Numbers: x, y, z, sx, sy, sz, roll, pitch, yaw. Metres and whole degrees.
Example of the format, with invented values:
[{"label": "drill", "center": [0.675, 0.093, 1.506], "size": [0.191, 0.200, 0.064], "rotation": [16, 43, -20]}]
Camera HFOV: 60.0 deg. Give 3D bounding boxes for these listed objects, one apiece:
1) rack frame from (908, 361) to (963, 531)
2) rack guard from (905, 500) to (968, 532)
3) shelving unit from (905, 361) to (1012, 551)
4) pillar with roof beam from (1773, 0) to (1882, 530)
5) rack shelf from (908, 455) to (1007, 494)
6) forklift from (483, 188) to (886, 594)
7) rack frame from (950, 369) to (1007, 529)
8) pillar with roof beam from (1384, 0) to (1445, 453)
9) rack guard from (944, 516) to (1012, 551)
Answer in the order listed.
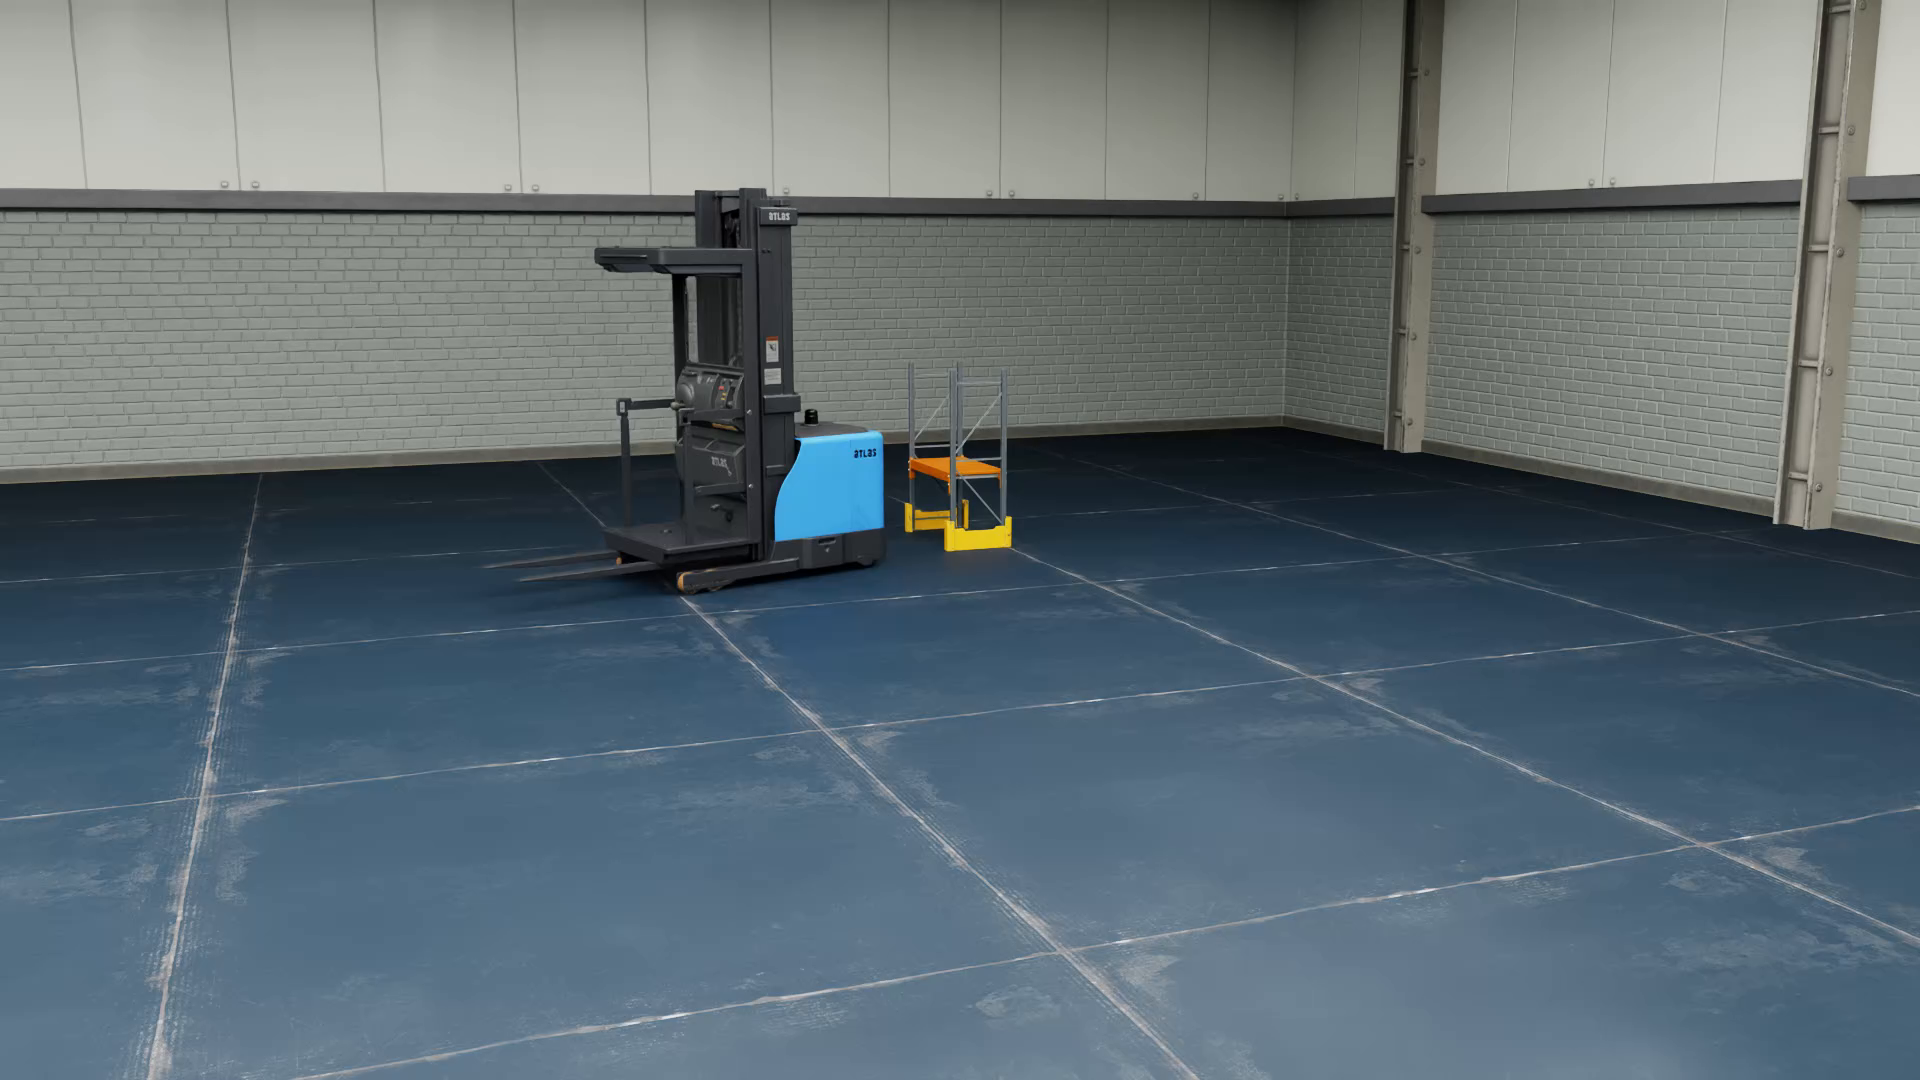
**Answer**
[{"label": "rack frame", "center": [-0.215, -0.835, 14.834], "size": [0.500, 1.500, 0.032], "rotation": [-4, 11, -21]}, {"label": "rack guard", "center": [-0.208, -0.217, 14.925], "size": [0.587, 0.250, 0.087], "rotation": [-4, 11, -21]}, {"label": "shelving unit", "center": [-0.028, -0.751, 14.359], "size": [0.587, 1.500, 1.083], "rotation": [-4, 11, -21]}, {"label": "pillar with roof beam", "center": [3.672, -4.290, 12.843], "size": [9.100, 9.000, 0.400], "rotation": [-4, 11, -21]}, {"label": "rack shelf", "center": [-0.031, -0.575, 14.399], "size": [0.538, 0.185, 1.000], "rotation": [-4, 11, -21]}, {"label": "forklift", "center": [-2.066, -1.149, 12.508], "size": [3.031, 2.935, 1.130], "rotation": [-8, 13, -37]}, {"label": "rack frame", "center": [0.153, -0.669, 13.901], "size": [0.500, 1.500, 0.032], "rotation": [-4, 11, -21]}, {"label": "pillar with roof beam", "center": [1.498, -5.269, 18.349], "size": [9.100, 9.000, 0.400], "rotation": [-4, 11, -21]}, {"label": "rack guard", "center": [0.153, -0.054, 14.011], "size": [0.587, 0.250, 0.087], "rotation": [-4, 11, -21]}]
